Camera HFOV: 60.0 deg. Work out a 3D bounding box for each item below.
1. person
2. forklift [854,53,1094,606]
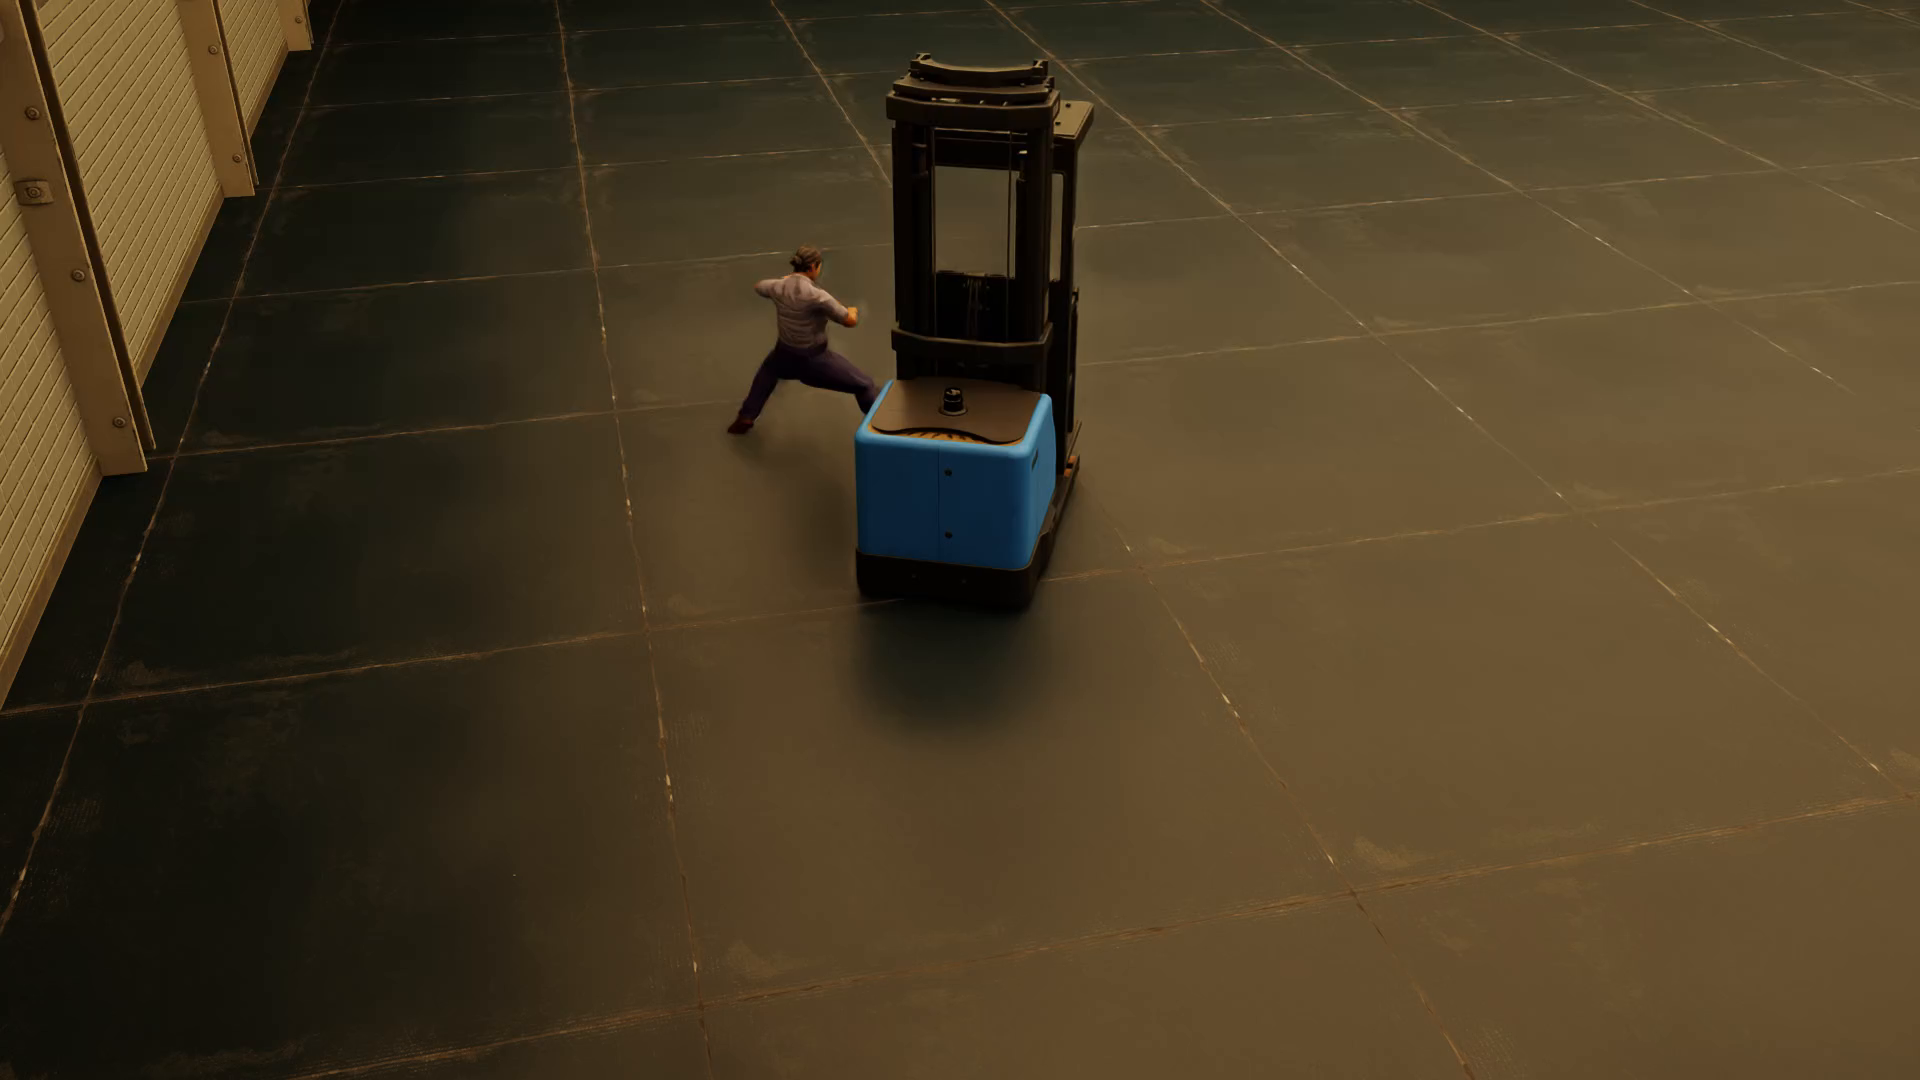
[{"bbox_3d":[-0.999,-1.343,11.416,1.218,1.459,0.687,17,34,26],"label":"person"},{"bbox_3d":[0.194,-1.609,10.354,1.130,2.935,3.031,6,31,10],"label":"forklift"}]
